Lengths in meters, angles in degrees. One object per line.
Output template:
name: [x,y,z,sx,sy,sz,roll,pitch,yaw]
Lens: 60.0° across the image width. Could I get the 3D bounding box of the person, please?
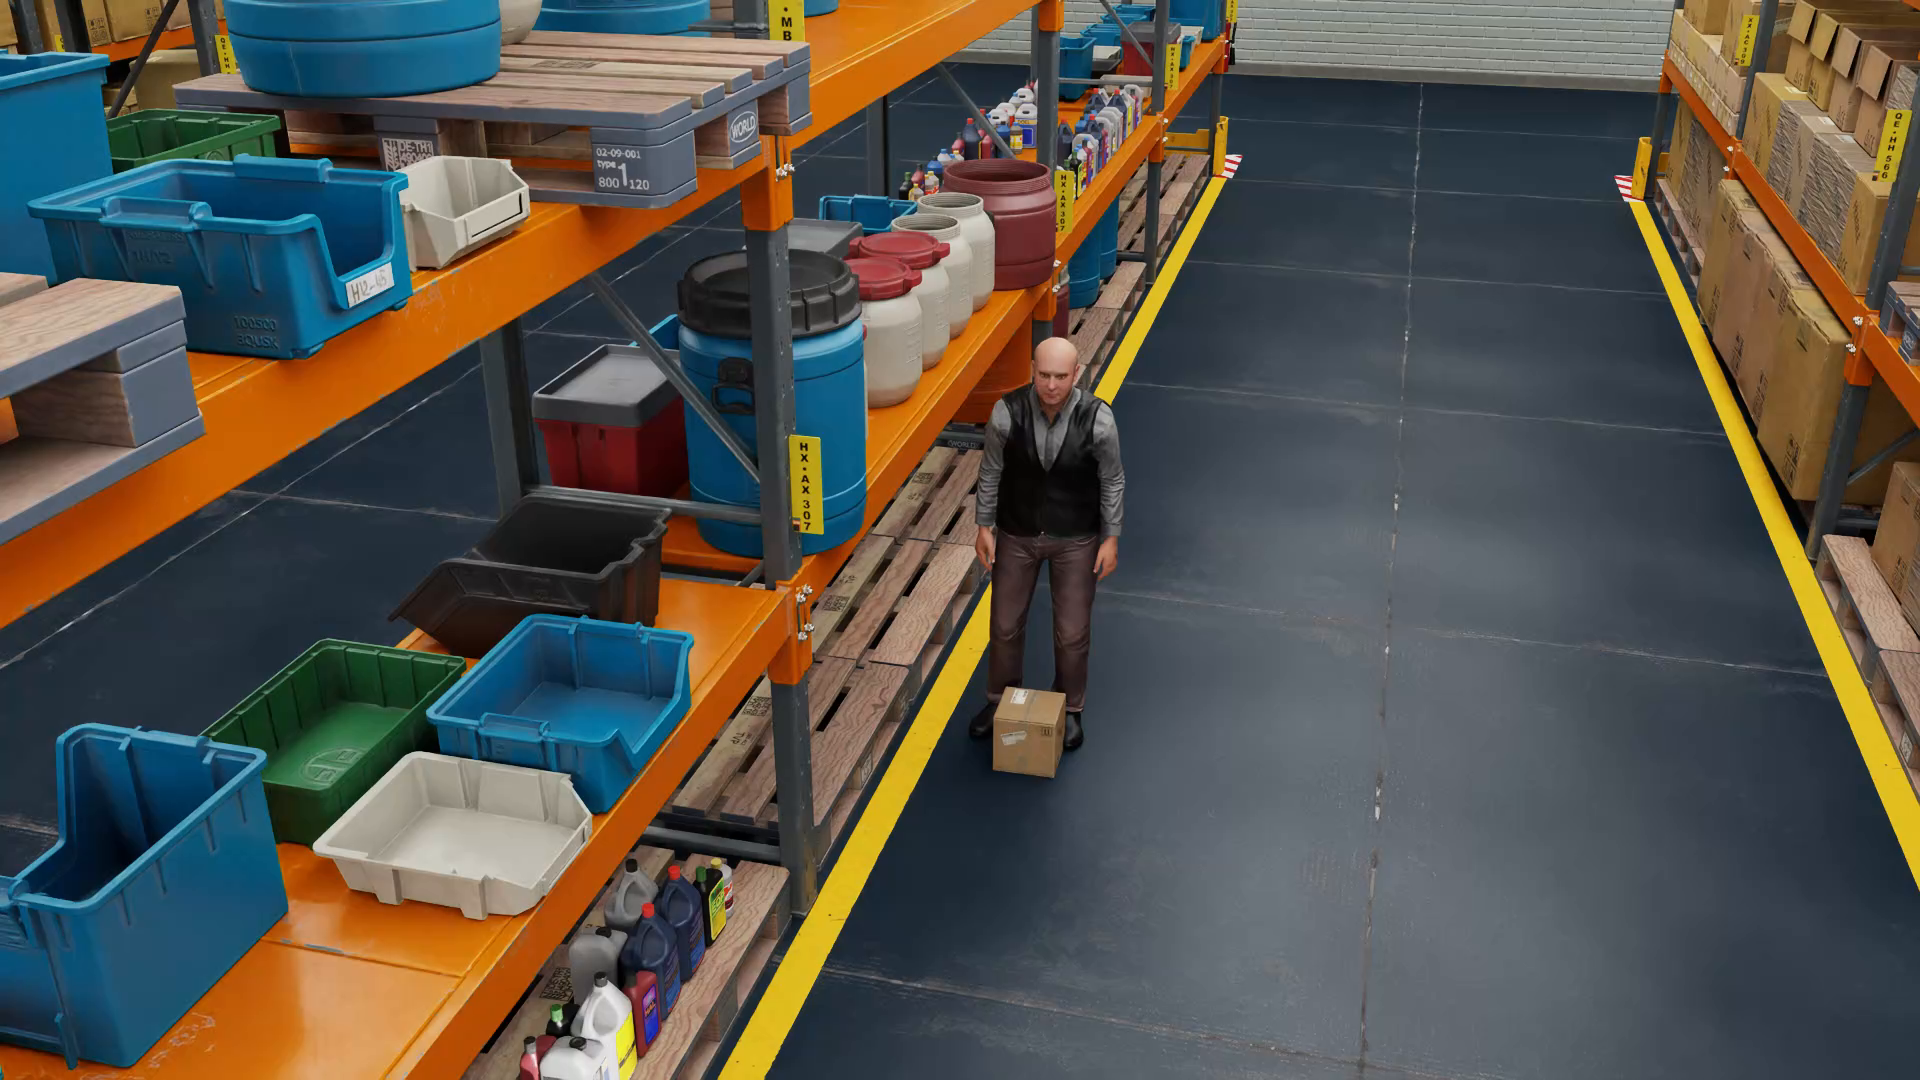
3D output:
person: [0.352,-0.007,6.651,0.594,1.721,0.415,5,26,10]
